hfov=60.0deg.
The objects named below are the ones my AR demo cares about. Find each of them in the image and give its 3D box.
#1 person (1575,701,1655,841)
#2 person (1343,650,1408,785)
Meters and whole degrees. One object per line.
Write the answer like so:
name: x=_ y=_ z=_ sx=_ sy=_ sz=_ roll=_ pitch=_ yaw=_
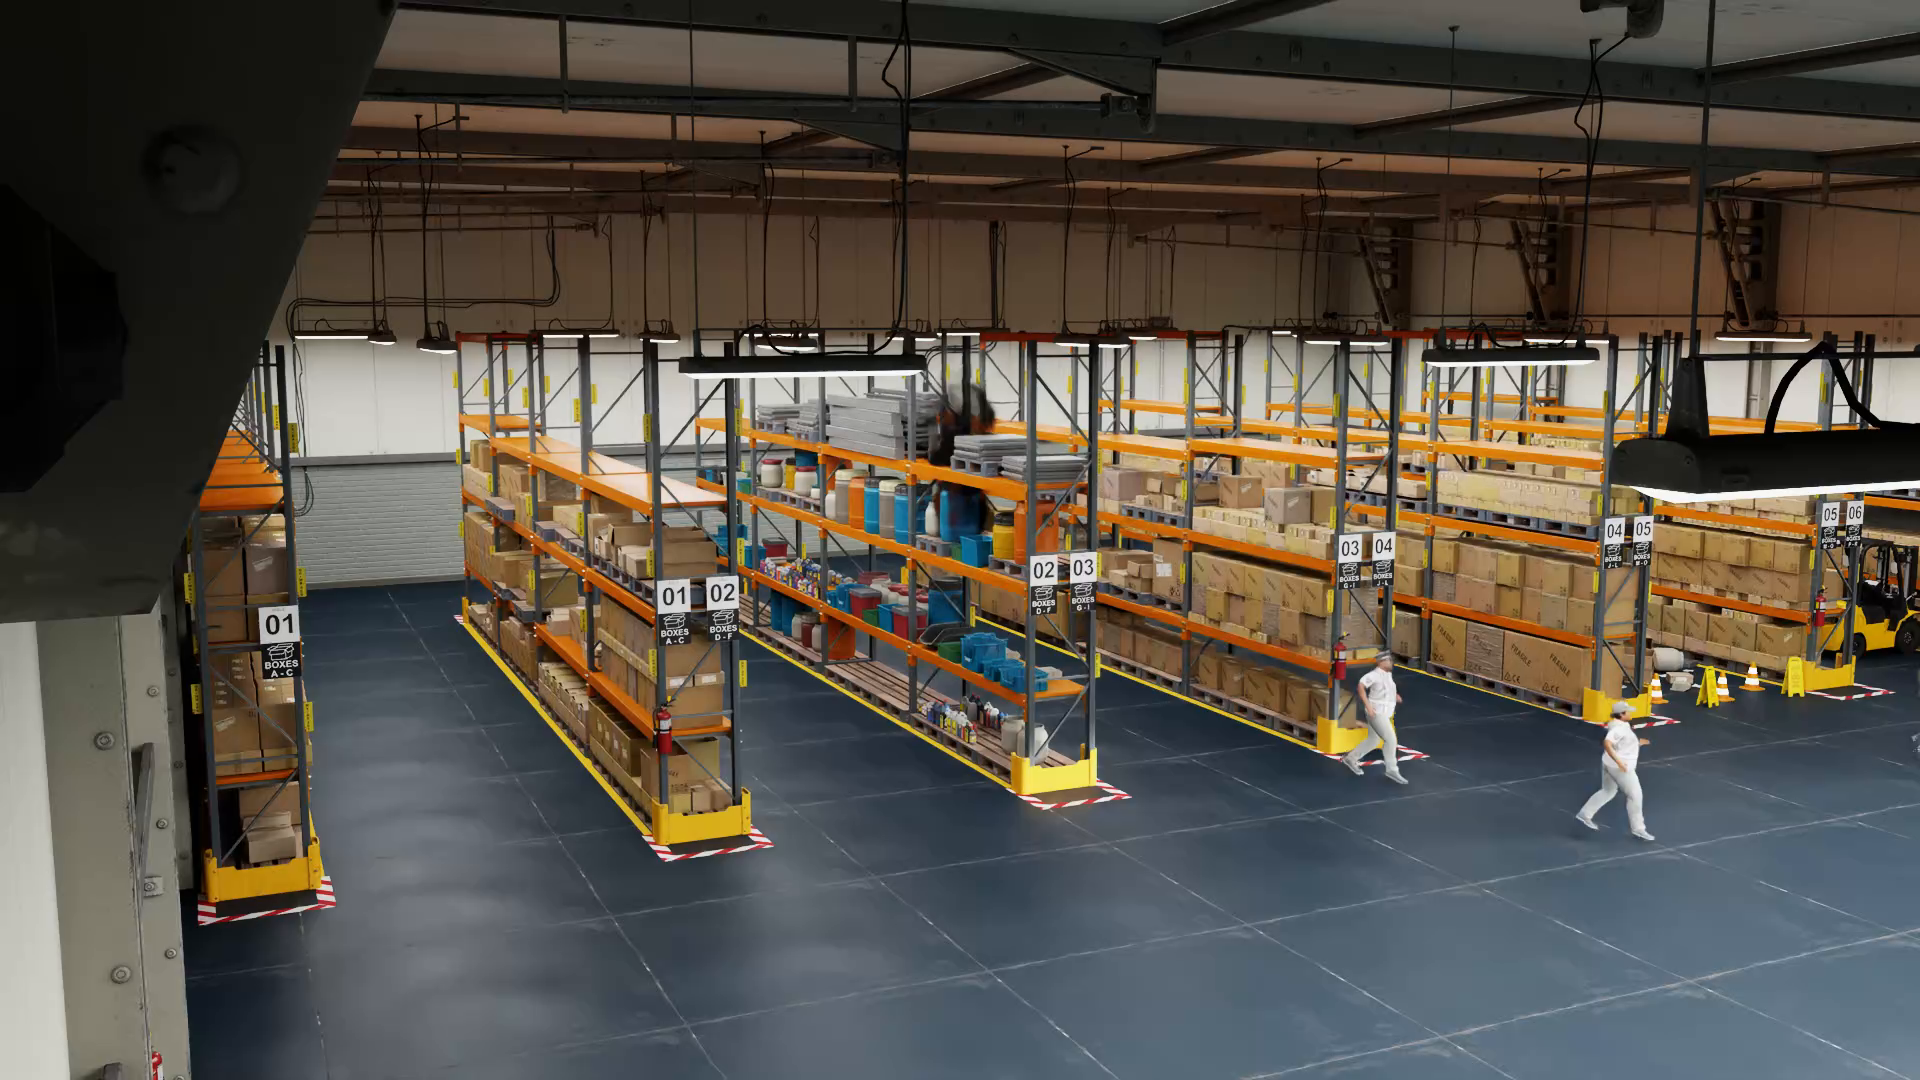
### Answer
person: x=7.987 y=2.784 z=20.181 sx=0.895 sy=1.689 sz=0.594 roll=1 pitch=8 yaw=5
person: x=5.776 y=2.393 z=22.883 sx=0.928 sy=1.755 sz=0.694 roll=4 pitch=9 yaw=27
